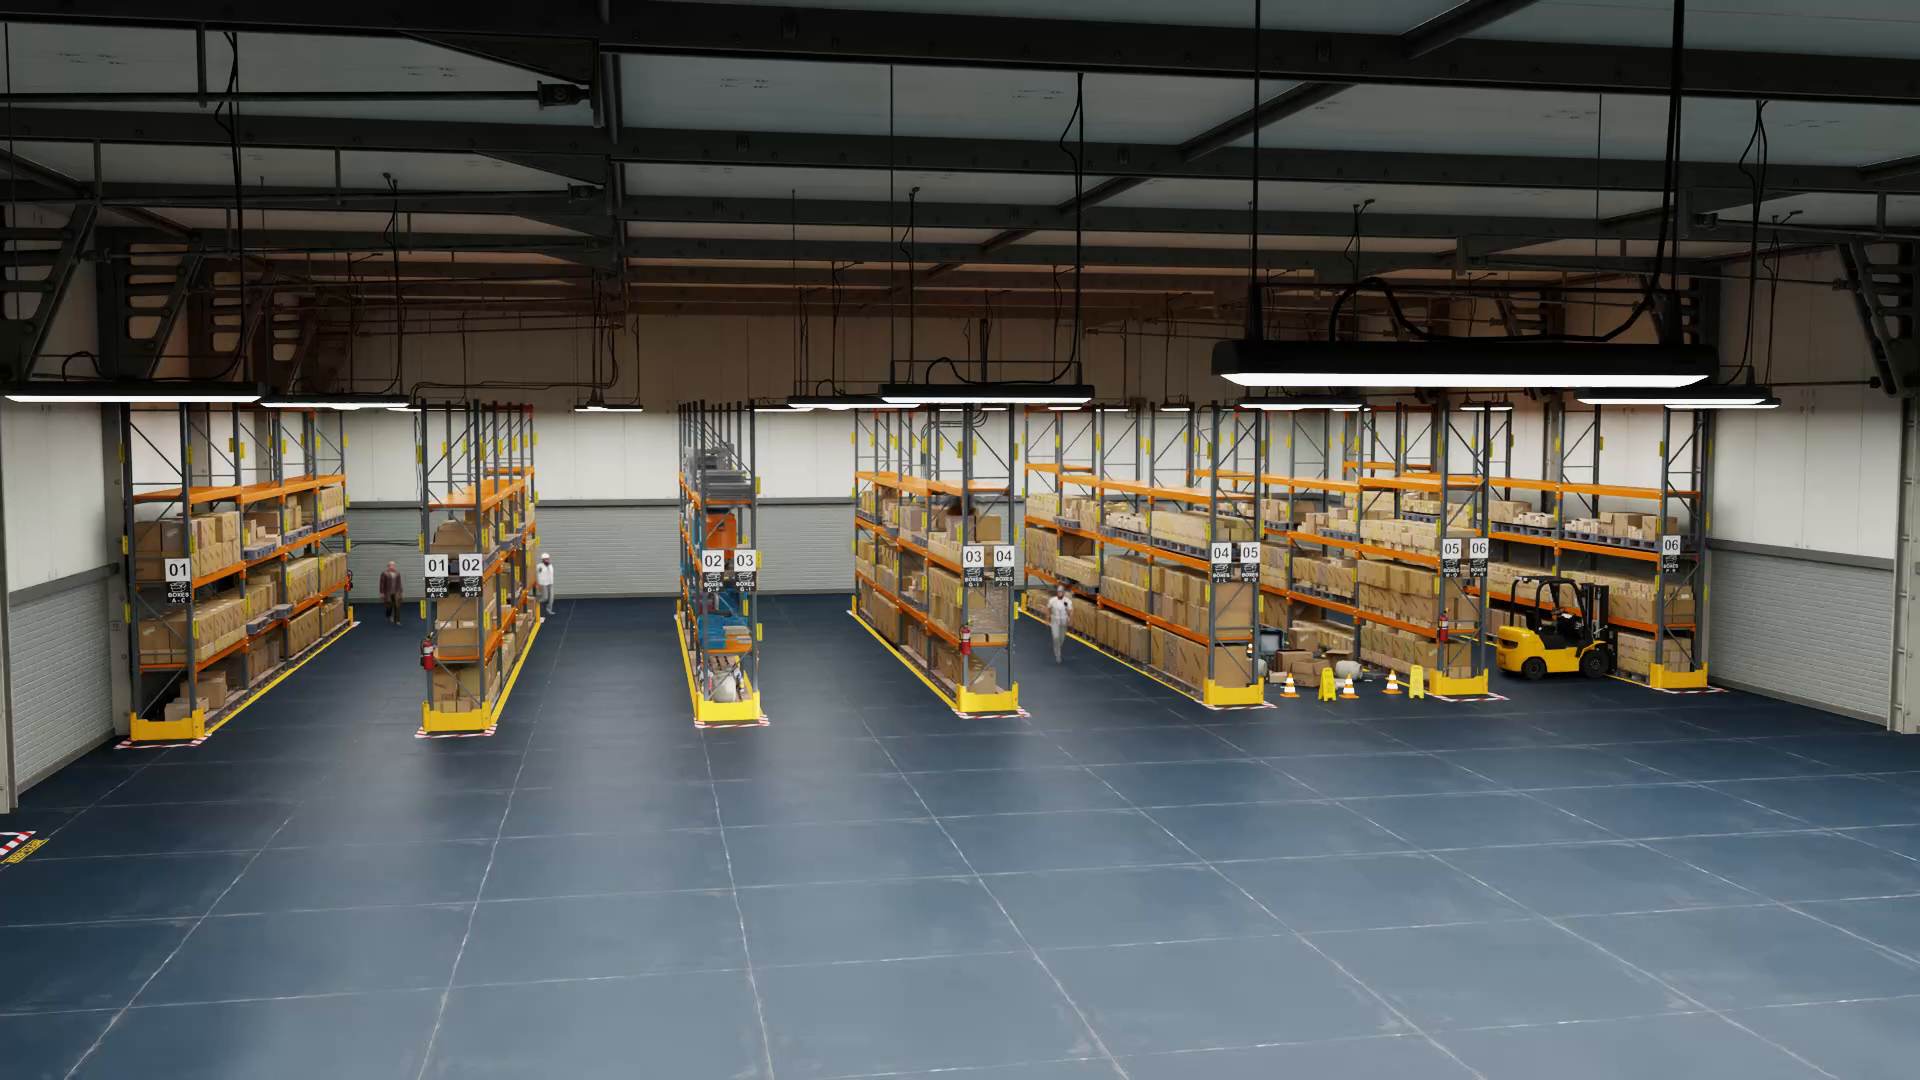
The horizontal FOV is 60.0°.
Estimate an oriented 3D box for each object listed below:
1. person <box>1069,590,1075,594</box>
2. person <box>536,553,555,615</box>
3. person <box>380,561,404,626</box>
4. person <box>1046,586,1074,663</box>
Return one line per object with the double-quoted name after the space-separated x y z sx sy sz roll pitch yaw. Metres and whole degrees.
3.624 1.030 51.271 0.784 1.617 0.531 -3 5 -37 "person"
-11.801 1.256 47.328 0.597 1.758 0.543 2 5 30 "person"
-15.392 1.438 45.047 0.625 1.741 0.742 -2 5 -24 "person"
2.348 1.943 38.787 0.580 1.771 0.985 -1 4 -10 "person"
